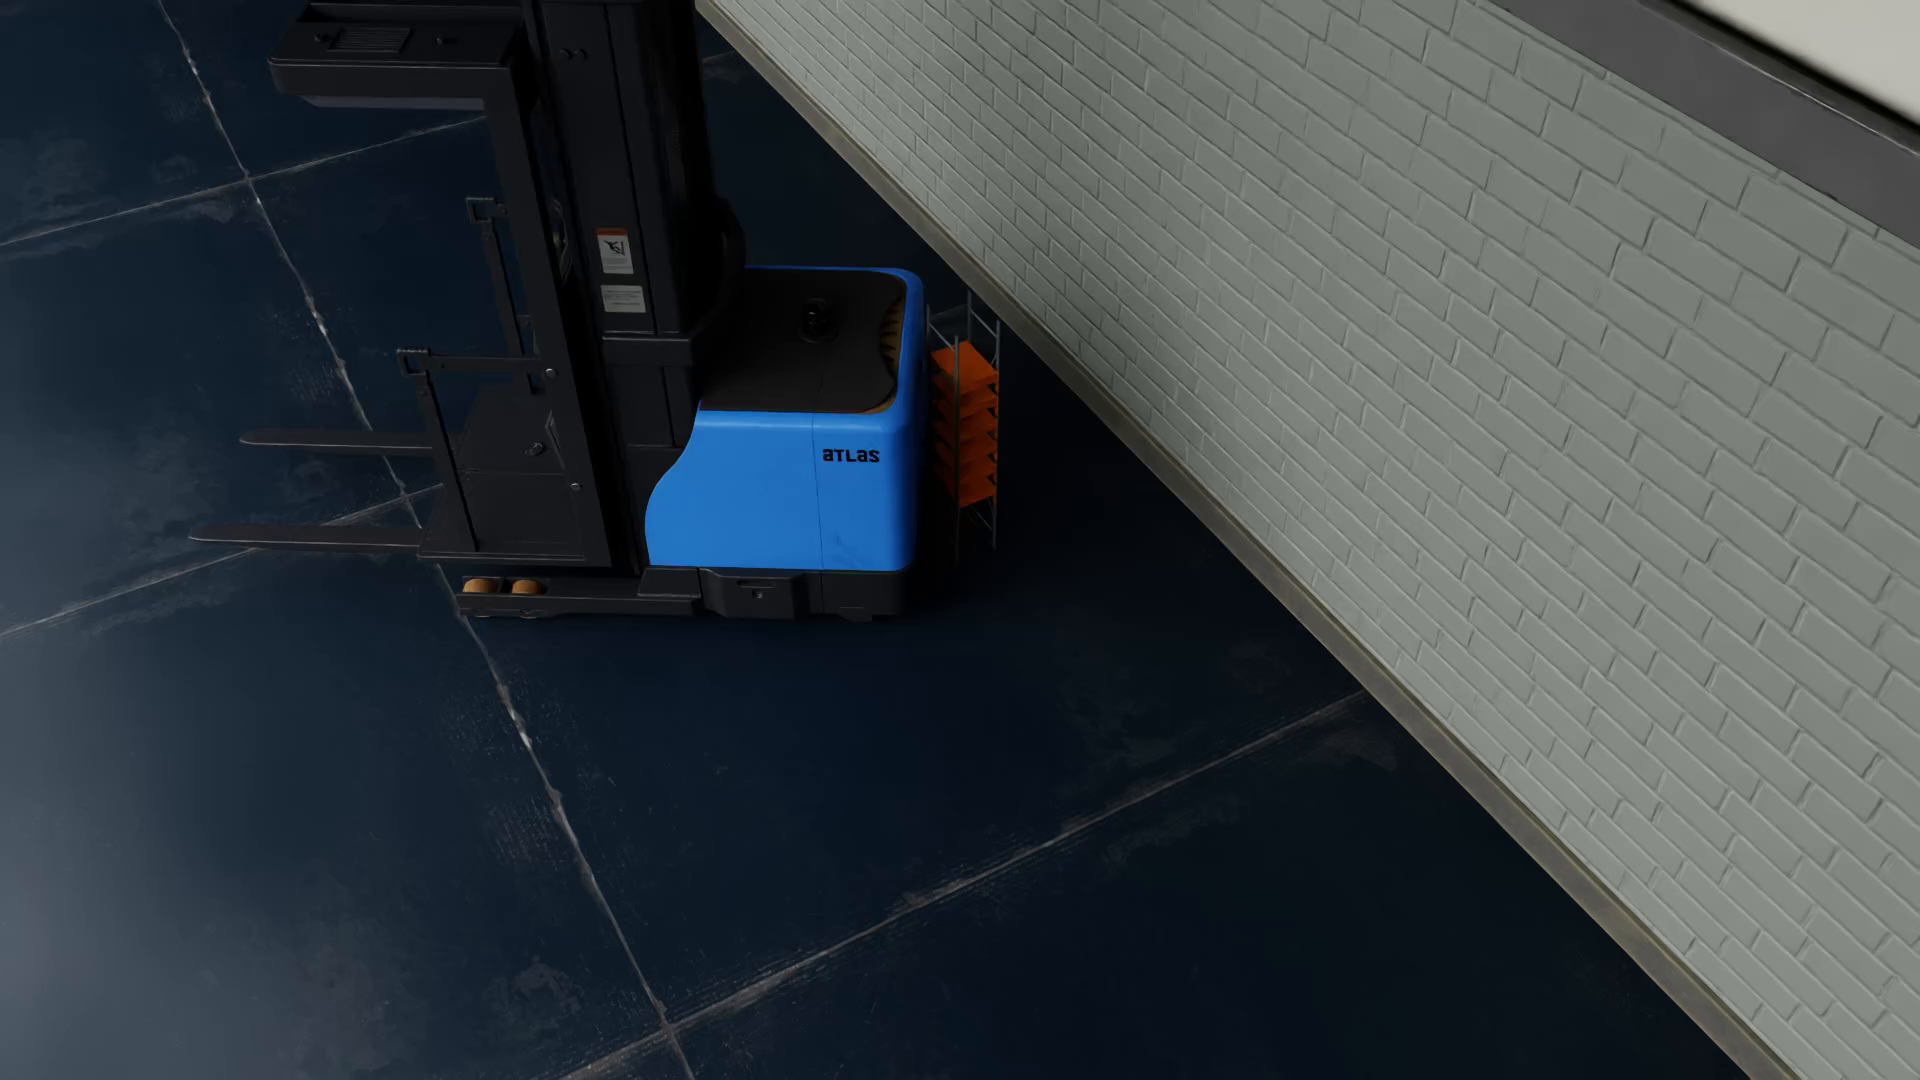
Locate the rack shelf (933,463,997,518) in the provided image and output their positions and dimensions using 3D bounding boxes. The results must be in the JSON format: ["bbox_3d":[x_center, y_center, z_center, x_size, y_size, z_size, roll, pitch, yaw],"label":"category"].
[{"bbox_3d":[0.013,-0.231,6.965,0.180,0.103,0.258,-22,48,-21],"label":"rack shelf"}]

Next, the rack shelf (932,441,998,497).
[{"bbox_3d":[0.013,-0.318,6.881,0.180,0.103,0.258,-22,48,-21],"label":"rack shelf"}]

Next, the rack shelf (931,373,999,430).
[{"bbox_3d":[0.013,-0.576,6.631,0.180,0.103,0.258,-22,48,-21],"label":"rack shelf"}]

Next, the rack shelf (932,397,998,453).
[{"bbox_3d":[0.013,-0.490,6.714,0.180,0.103,0.258,-22,48,-21],"label":"rack shelf"}]

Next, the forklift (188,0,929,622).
[{"bbox_3d":[-1.667,-1.096,6.204,3.031,2.935,1.130,1,44,2],"label":"forklift"}]

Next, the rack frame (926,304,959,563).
[{"bbox_3d":[-0.067,-0.404,6.734,0.006,1.200,0.240,-22,48,-21],"label":"rack frame"}]

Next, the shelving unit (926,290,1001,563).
[{"bbox_3d":[0.013,-0.436,6.767,0.189,1.200,0.258,-22,48,-21],"label":"shelving unit"}]

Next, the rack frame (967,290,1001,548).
[{"bbox_3d":[0.092,-0.467,6.799,0.006,1.200,0.240,-22,48,-21],"label":"rack frame"}]

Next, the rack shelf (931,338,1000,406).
[{"bbox_3d":[0.013,-0.662,6.547,0.180,0.103,0.258,-22,48,-21],"label":"rack shelf"}]

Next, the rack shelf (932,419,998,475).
[{"bbox_3d":[0.013,-0.404,6.798,0.180,0.103,0.258,-22,48,-21],"label":"rack shelf"}]
